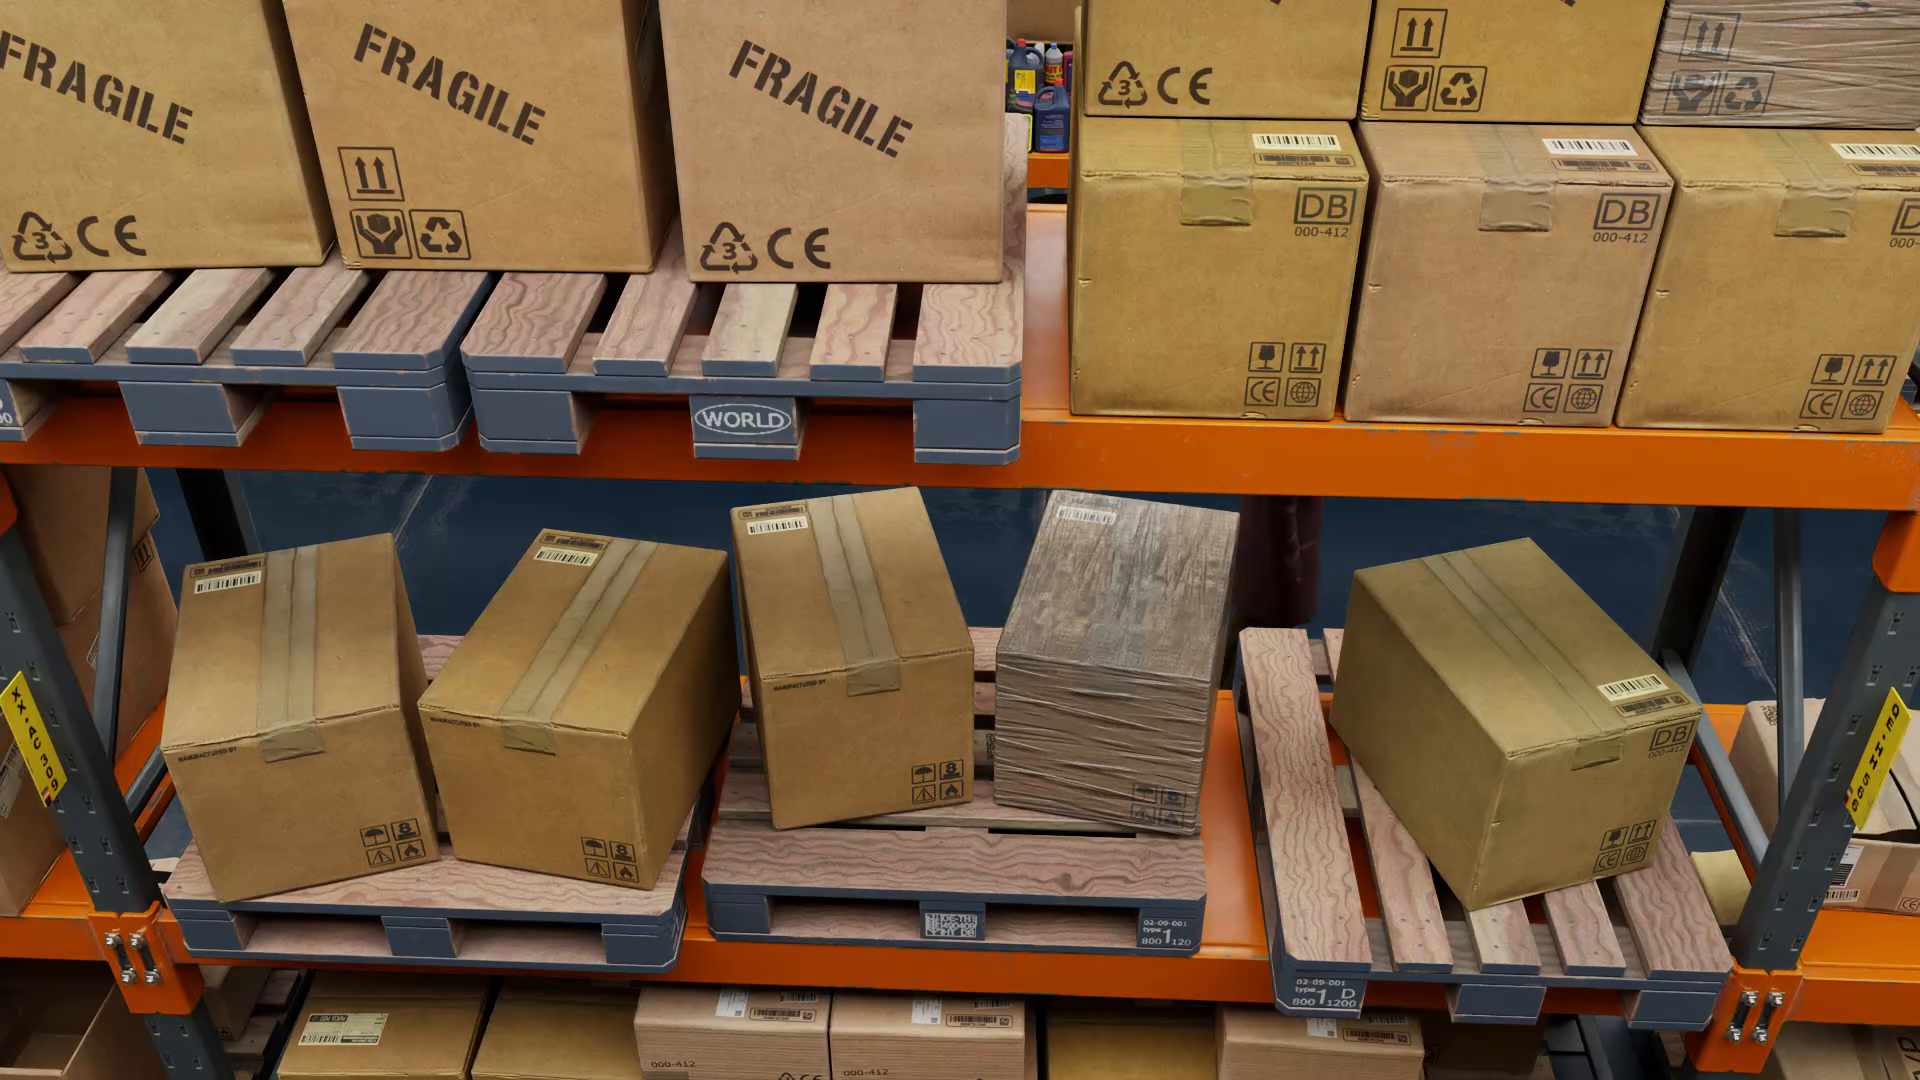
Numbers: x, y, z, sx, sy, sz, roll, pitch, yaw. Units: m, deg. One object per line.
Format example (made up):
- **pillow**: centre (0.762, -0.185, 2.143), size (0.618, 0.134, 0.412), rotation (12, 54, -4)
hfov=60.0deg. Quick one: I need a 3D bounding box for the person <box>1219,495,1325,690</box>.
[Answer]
- **person**: centre (1.178, 0.000, 6.169), size (0.392, 1.786, 0.563), rotation (2, 35, 3)
